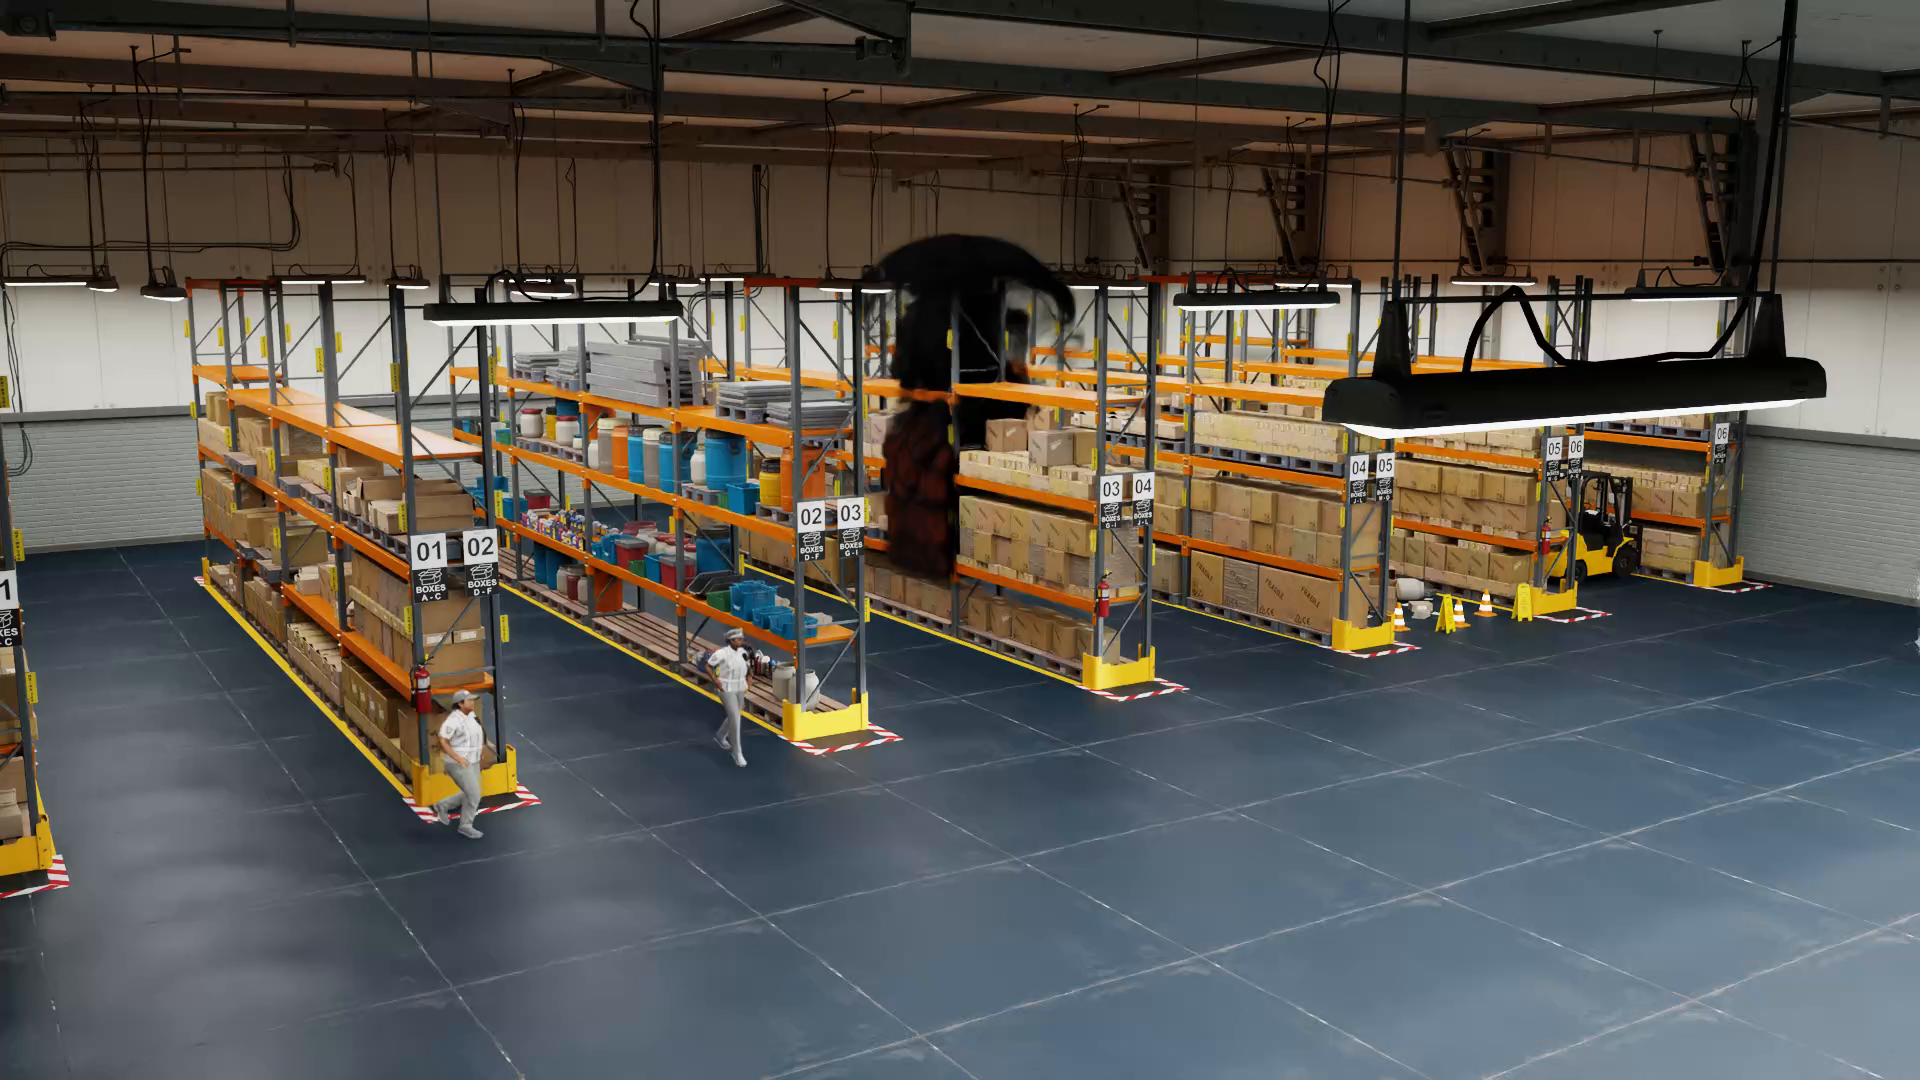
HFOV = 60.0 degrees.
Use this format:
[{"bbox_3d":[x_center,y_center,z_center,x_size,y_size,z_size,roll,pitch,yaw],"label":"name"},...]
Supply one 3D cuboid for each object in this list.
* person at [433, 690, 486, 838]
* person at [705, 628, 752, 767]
[{"bbox_3d":[-5.585,2.473,18.525,0.621,1.633,0.635,2,10,11],"label":"person"},{"bbox_3d":[-2.904,1.965,21.316,0.864,1.718,0.564,8,13,40],"label":"person"}]
